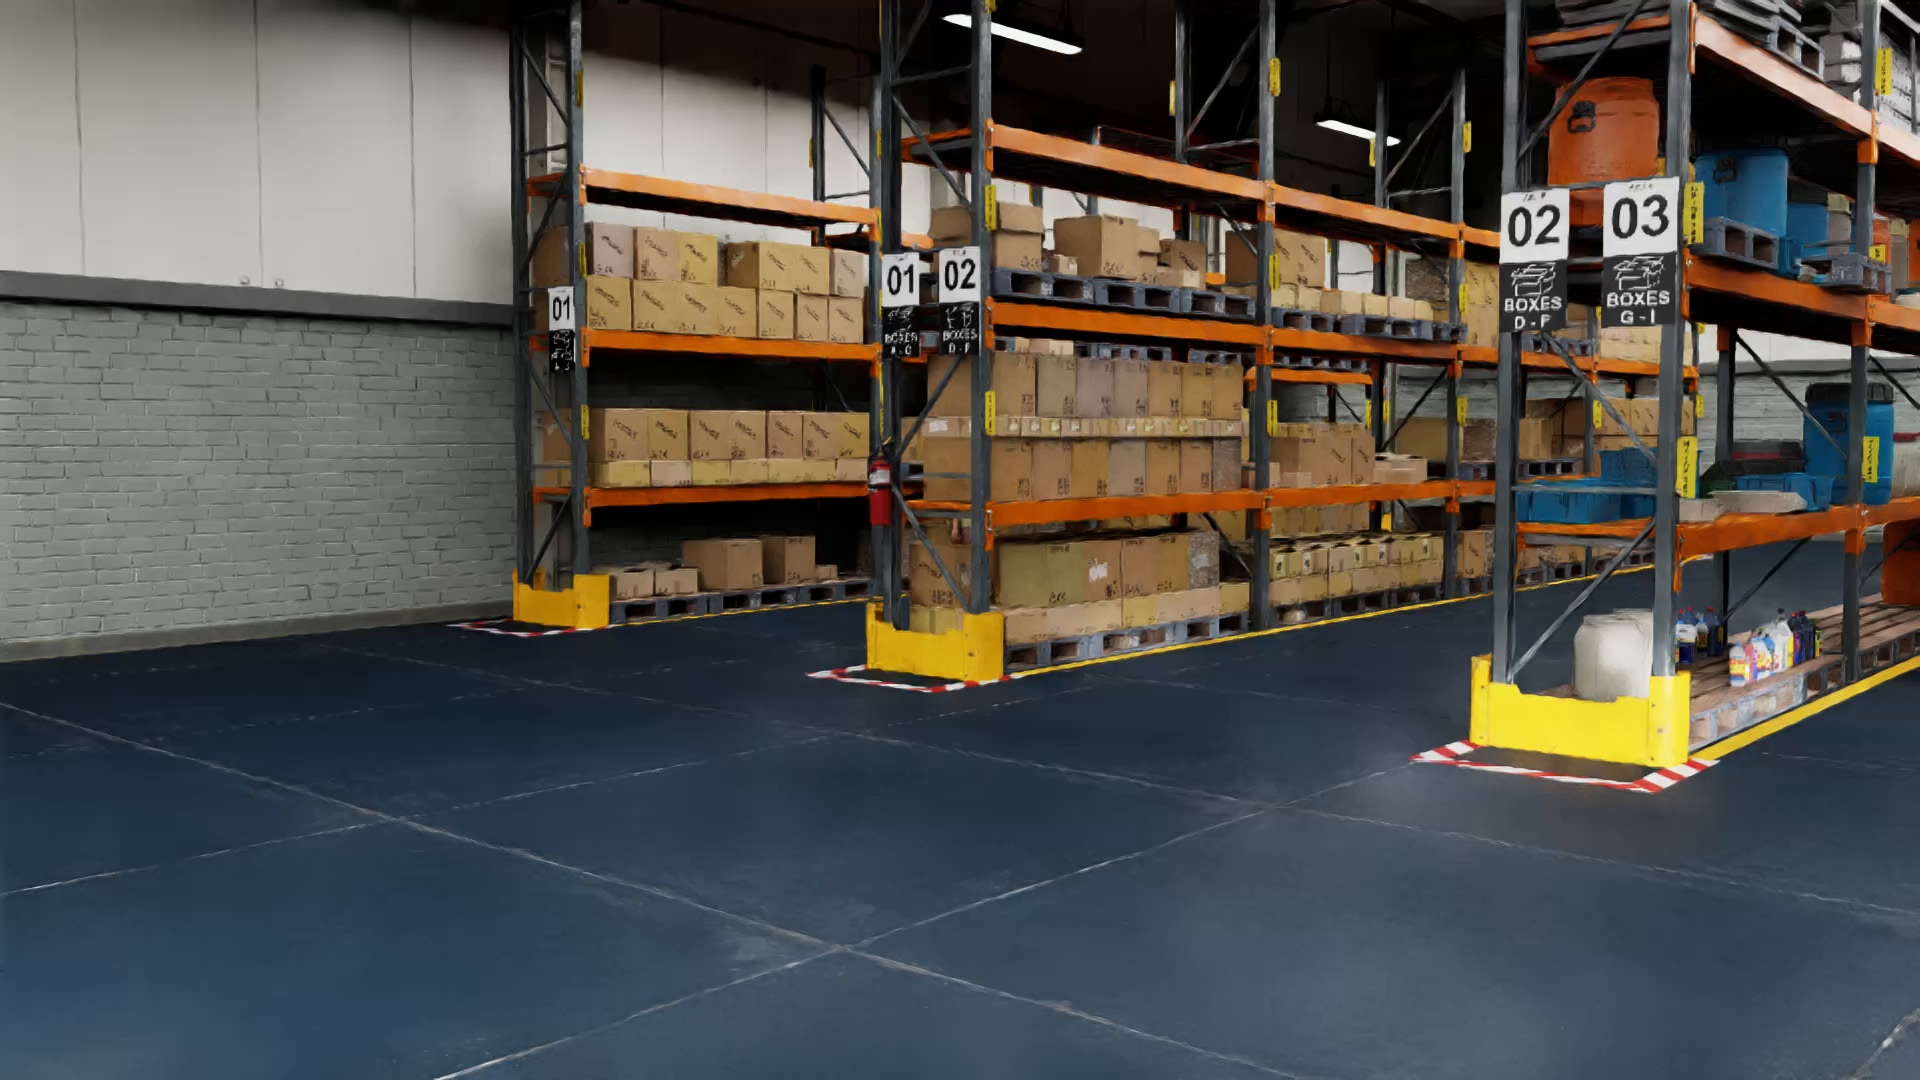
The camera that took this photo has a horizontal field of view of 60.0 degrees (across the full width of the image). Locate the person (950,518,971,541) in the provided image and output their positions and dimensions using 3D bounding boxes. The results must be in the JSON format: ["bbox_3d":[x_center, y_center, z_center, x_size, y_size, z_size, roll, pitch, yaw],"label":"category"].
[{"bbox_3d":[0.130,-0.063,16.307,0.437,1.662,0.655,2,4,33],"label":"person"}]
